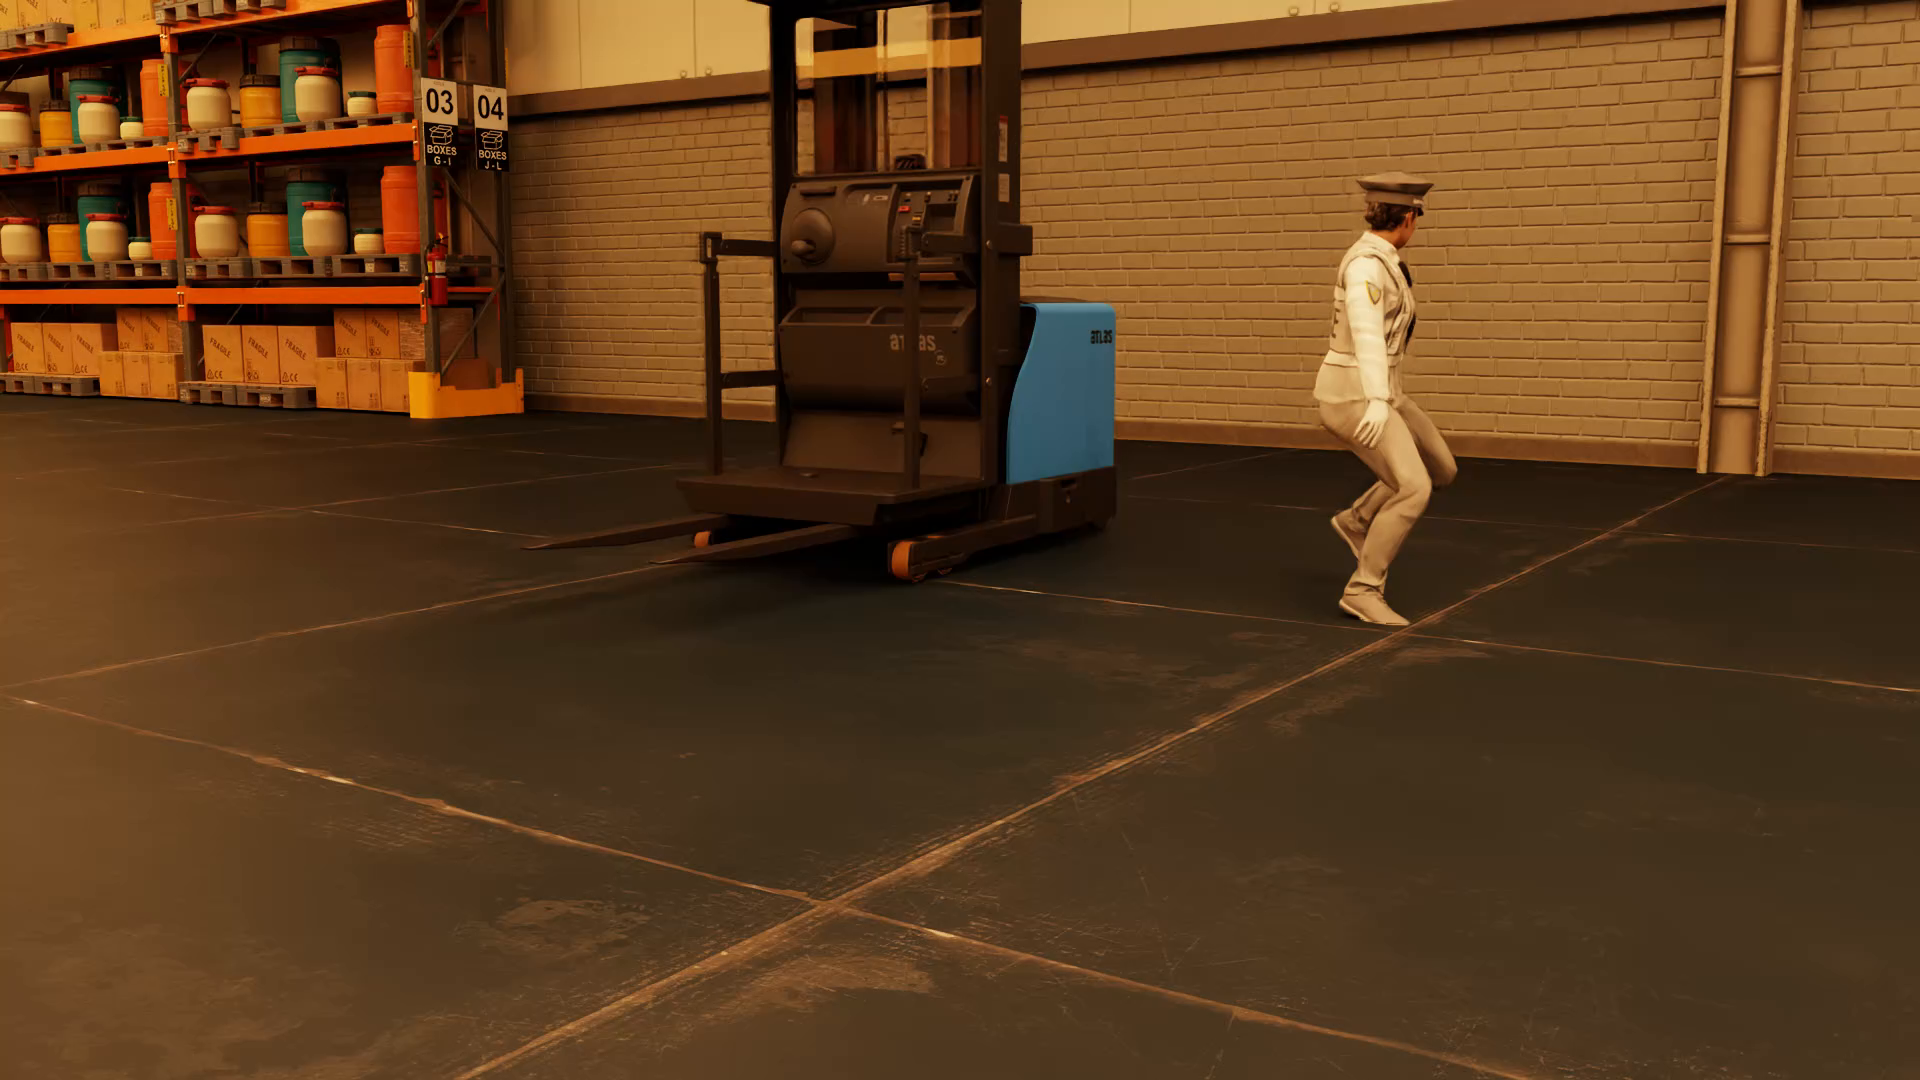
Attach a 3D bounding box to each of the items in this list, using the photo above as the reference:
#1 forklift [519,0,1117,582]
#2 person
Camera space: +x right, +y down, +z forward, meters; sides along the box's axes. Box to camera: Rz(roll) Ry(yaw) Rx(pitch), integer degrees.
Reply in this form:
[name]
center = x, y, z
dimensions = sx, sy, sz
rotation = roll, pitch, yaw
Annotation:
[forklift]
center = -0.464, -1.361, 6.763
dimensions = 1.130, 2.935, 3.031
rotation = 5, 10, 32
[person]
center = 1.465, -0.492, 5.805
dimensions = 0.473, 1.553, 0.991
rotation = 4, 9, 24
